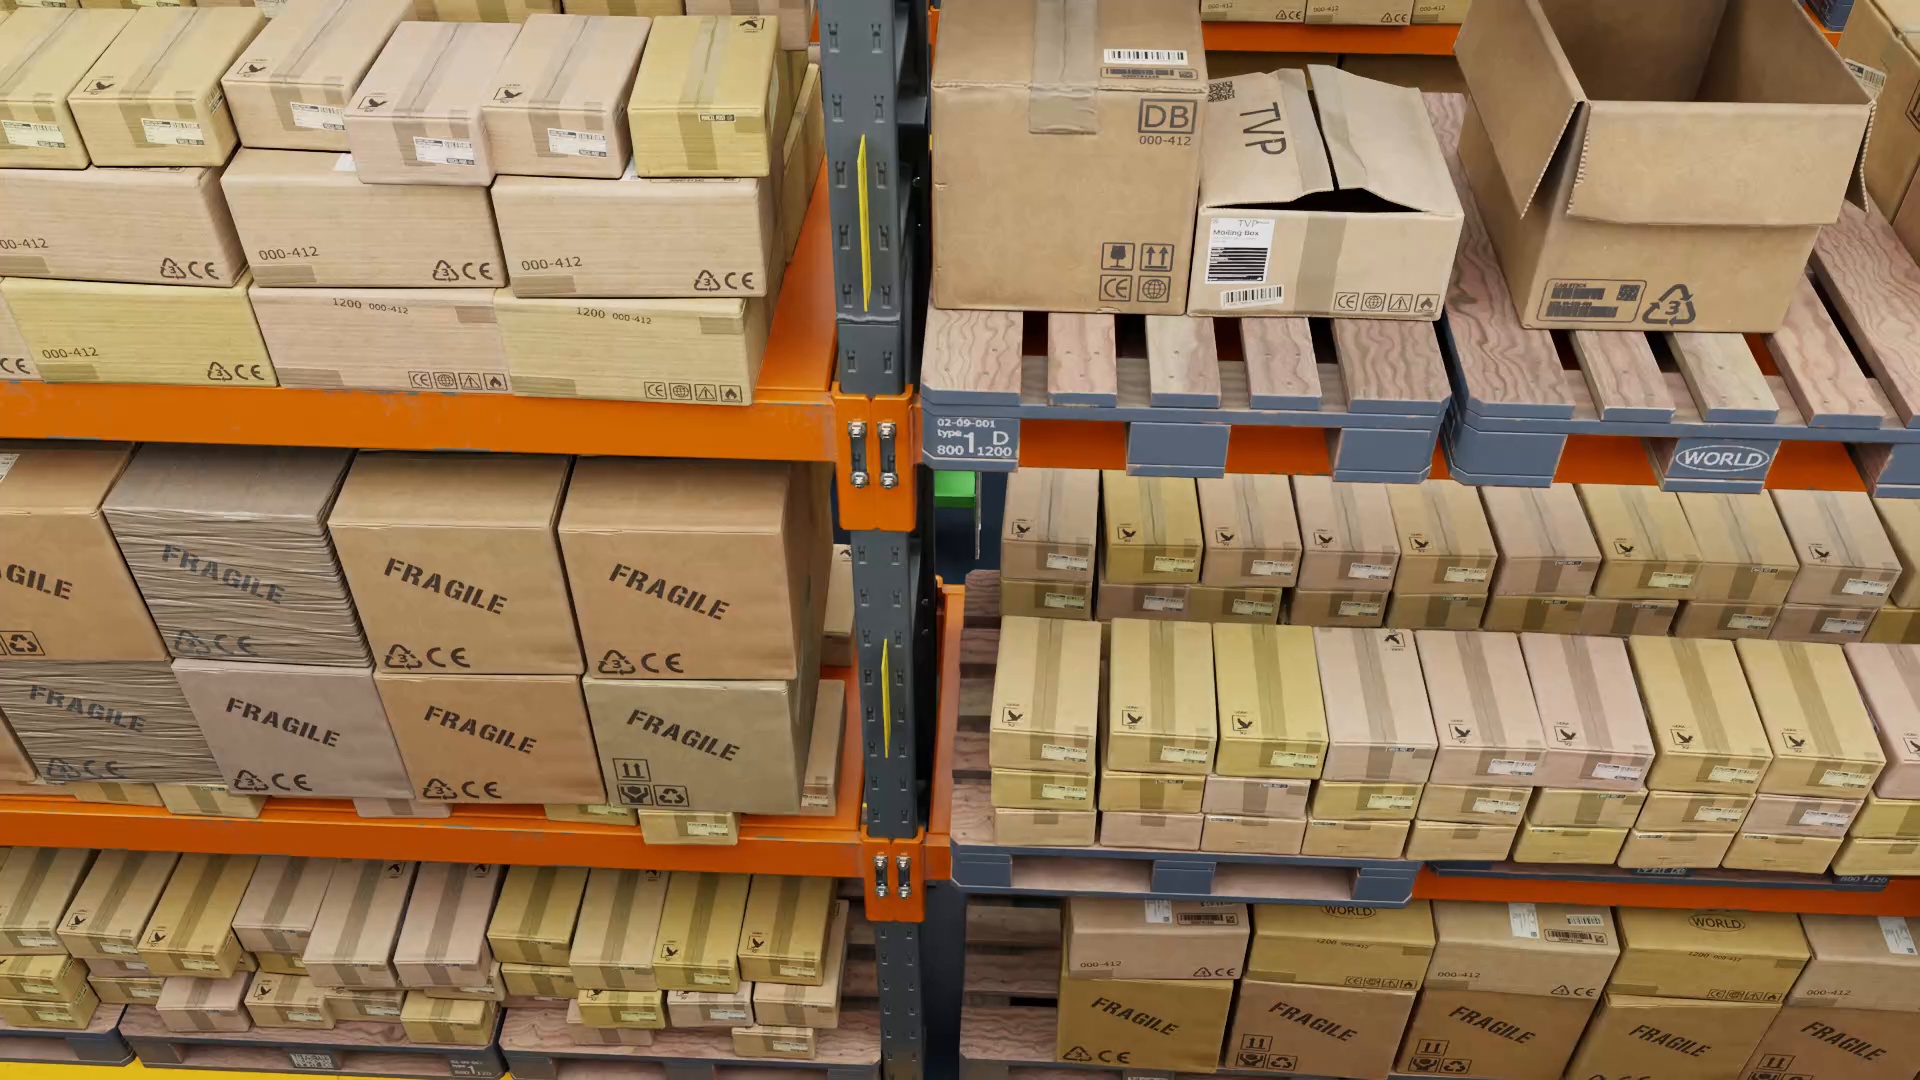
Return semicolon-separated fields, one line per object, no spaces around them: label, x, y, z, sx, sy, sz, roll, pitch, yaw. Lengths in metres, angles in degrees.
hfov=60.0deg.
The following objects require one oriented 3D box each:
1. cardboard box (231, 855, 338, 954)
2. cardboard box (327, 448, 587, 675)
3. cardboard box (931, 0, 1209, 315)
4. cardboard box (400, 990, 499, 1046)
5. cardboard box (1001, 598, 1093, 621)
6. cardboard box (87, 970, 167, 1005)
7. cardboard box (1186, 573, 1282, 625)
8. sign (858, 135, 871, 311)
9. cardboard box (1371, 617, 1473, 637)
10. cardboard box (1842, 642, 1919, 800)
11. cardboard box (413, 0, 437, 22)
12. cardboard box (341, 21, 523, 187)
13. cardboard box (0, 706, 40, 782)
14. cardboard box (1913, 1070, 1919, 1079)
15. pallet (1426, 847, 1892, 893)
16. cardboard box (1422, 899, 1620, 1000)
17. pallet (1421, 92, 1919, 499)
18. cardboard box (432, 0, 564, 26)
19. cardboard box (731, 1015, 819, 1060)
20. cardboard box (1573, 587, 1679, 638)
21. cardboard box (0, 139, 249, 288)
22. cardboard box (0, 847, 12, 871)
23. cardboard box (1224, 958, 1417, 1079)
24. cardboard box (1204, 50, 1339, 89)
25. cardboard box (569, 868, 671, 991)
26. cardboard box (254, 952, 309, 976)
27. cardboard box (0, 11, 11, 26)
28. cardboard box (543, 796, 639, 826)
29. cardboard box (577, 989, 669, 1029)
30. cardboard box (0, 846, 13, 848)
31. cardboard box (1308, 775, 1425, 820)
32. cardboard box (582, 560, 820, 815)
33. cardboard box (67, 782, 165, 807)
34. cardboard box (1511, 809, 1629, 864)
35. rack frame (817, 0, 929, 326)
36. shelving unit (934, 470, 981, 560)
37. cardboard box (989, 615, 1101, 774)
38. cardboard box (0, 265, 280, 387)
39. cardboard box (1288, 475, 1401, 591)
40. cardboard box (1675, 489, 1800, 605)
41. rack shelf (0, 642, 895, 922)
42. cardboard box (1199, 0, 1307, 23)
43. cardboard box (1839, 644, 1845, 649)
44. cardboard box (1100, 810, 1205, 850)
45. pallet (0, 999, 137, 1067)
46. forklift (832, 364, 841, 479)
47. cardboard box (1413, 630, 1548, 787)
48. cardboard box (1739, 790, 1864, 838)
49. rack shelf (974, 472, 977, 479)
cardboard box;-2.077;1.095;5.220;0.250;0.149;0.380;2;43;2
cardboard box;-1.159;-0.024;4.050;0.500;0.500;0.500;1;43;1
cardboard box;0.213;-0.872;3.403;0.500;0.500;0.700;2;43;2
cardboard box;-1.602;1.407;5.322;0.250;0.149;0.380;2;43;2
cardboard box;0.245;0.145;4.770;0.250;0.149;0.380;1;43;1
cardboard box;-2.624;1.311;5.426;0.250;0.149;0.380;2;43;2
cardboard box;0.757;0.054;4.650;0.250;0.149;0.380;3;43;4
sign;-0.177;-0.587;3.100;0.005;0.325;0.100;2;43;2
cardboard box;1.282;0.174;4.739;0.250;0.149;0.380;0;43;0
cardboard box;2.305;0.436;4.021;0.250;0.149;0.380;2;43;2
cardboard box;-1.222;-1.255;3.647;0.250;0.149;0.380;1;43;1
cardboard box;-0.996;-0.845;3.207;0.250;0.149;0.380;2;43;2
cardboard box;-2.696;0.286;4.451;0.500;0.500;0.500;2;43;2
cardboard box;3.166;1.371;5.103;0.500;0.500;0.500;2;43;2
pallet;1.856;0.490;4.665;1.213;0.211;1.003;2;43;2
cardboard box;1.607;1.052;4.896;0.500;0.250;0.500;3;43;4
pallet;1.488;-0.578;3.607;1.003;0.211;1.213;2;43;2
cardboard box;-0.964;-1.216;3.605;0.250;0.149;0.380;1;43;1
cardboard box;-0.568;1.439;5.288;0.250;0.149;0.380;2;43;2
cardboard box;1.805;0.086;4.615;0.250;0.149;0.380;3;43;3
cardboard box;-1.673;-0.774;3.423;0.500;0.250;0.500;3;43;4
cardboard box;-3.122;1.147;5.165;0.250;0.149;0.380;2;43;2
cardboard box;1.094;1.309;5.170;0.500;0.500;0.500;4;43;4
cardboard box;1.487;-2.433;8.912;0.875;0.875;0.875;3;43;3
cardboard box;-1.034;1.184;5.125;0.250;0.149;0.380;1;43;2
cardboard box;-2.062;1.193;5.334;0.250;0.149;0.380;4;43;4
cardboard box;-2.033;-0.881;3.246;0.250;0.149;0.380;1;43;1
cardboard box;-0.983;0.589;4.601;0.250;0.149;0.380;3;43;4
cardboard box;-1.029;1.321;5.197;0.250;0.149;0.380;0;43;0
cardboard box;-3.125;1.172;5.356;0.250;0.149;0.380;2;43;2
cardboard box;0.989;0.506;4.164;0.250;0.149;0.380;0;43;0
cardboard box;-0.656;0.362;4.370;0.500;0.500;0.500;2;43;2
cardboard box;-2.287;0.545;4.649;0.250;0.149;0.380;3;43;3
cardboard box;1.517;0.630;4.250;0.250;0.149;0.380;1;43;1
rack frame;-0.161;-1.866;2.651;0.127;3.000;1.000;2;43;2
shelving unit;-0.165;-0.444;6.846;0.503;1.200;0.258;2;43;2
cardboard box;0.212;0.375;4.086;0.250;0.149;0.380;4;43;4
cardboard box;-1.669;-0.583;3.584;0.500;0.250;0.500;1;43;1
cardboard box;1.038;-0.046;4.538;0.250;0.149;0.380;2;43;2
cardboard box;2.069;-0.012;4.503;0.250;0.149;0.380;3;43;3
rack shelf;-2.159;0.531;5.007;4.000;0.370;1.077;2;43;2
cardboard box;1.417;-2.755;8.116;0.500;0.250;0.500;1;43;2
cardboard box;2.324;0.209;4.701;0.250;0.149;0.380;3;43;3
cardboard box;0.490;0.598;4.284;0.250;0.149;0.380;2;43;3
pallet;-3.271;1.278;5.723;1.213;0.211;1.003;2;43;2
forklift;-1.850;-1.849;7.085;3.031;2.935;1.130;21;47;21
cardboard box;1.252;0.406;4.053;0.250;0.149;0.380;1;43;2
cardboard box;2.033;0.539;4.129;0.250;0.149;0.380;3;43;3
rack shelf;-0.165;-0.397;6.890;0.480;0.148;0.258;2;43;2
